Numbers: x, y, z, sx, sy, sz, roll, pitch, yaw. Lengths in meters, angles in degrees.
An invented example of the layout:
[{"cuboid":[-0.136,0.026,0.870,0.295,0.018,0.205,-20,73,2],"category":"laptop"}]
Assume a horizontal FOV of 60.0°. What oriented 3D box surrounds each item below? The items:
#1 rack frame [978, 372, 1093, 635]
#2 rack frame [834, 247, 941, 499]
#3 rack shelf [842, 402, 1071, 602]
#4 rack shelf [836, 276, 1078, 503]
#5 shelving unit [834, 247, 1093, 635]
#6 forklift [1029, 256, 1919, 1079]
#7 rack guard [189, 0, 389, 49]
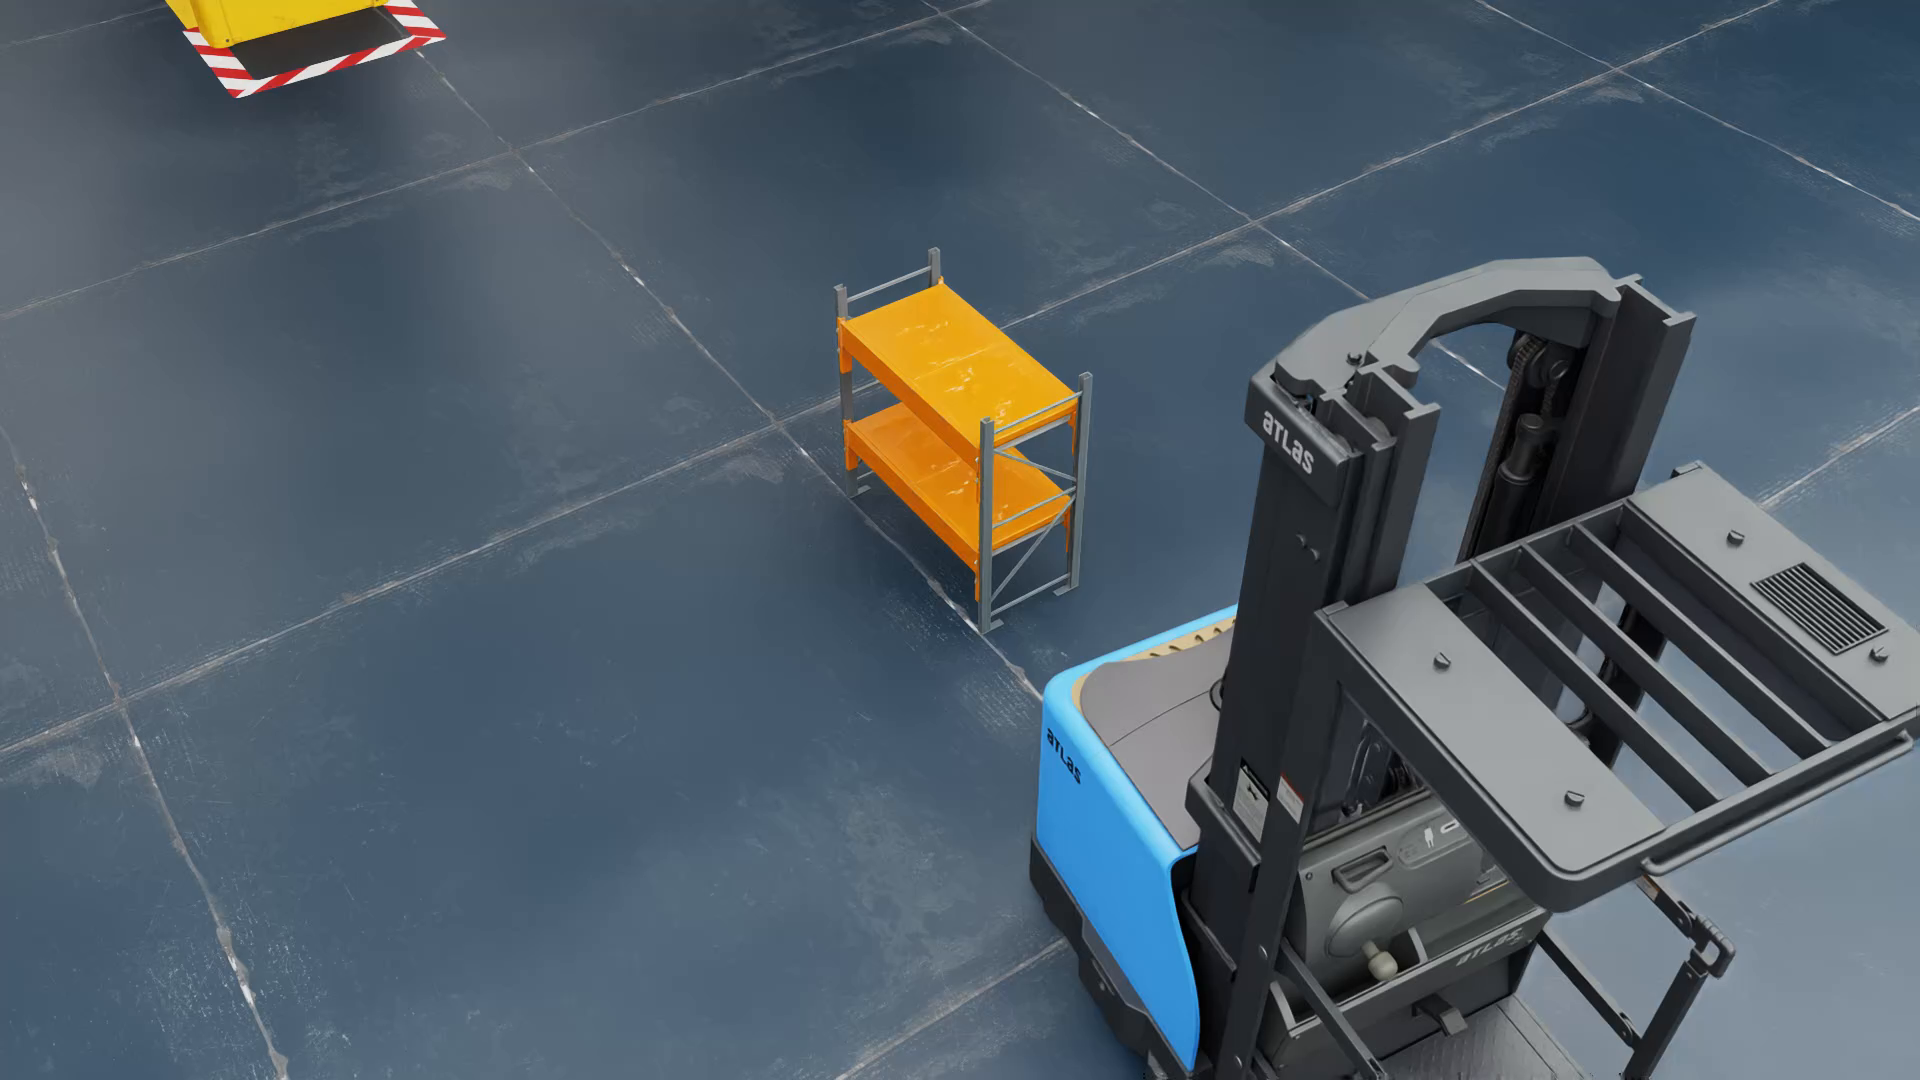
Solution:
[{"cuboid":[0.287,-0.123,6.555,0.500,1.125,0.032,-26,49,-24],"category":"rack frame"},{"cuboid":[-0.295,-0.699,7.158,0.500,1.125,0.032,-26,49,-24],"category":"rack frame"},{"cuboid":[-0.004,-0.234,7.025,0.538,0.278,1.000,-26,49,-24],"category":"rack shelf"},{"cuboid":[-0.004,-0.622,6.654,0.538,0.278,1.000,-26,49,-24],"category":"rack shelf"},{"cuboid":[-0.004,-0.411,6.857,0.538,1.125,1.048,-26,49,-24],"category":"shelving unit"},{"cuboid":[1.362,0.912,4.163,1.130,2.935,3.031,-19,47,-19],"category":"forklift"},{"cuboid":[-4.316,-3.590,10.640,1.175,0.500,0.348,-26,49,-24],"category":"rack guard"}]
